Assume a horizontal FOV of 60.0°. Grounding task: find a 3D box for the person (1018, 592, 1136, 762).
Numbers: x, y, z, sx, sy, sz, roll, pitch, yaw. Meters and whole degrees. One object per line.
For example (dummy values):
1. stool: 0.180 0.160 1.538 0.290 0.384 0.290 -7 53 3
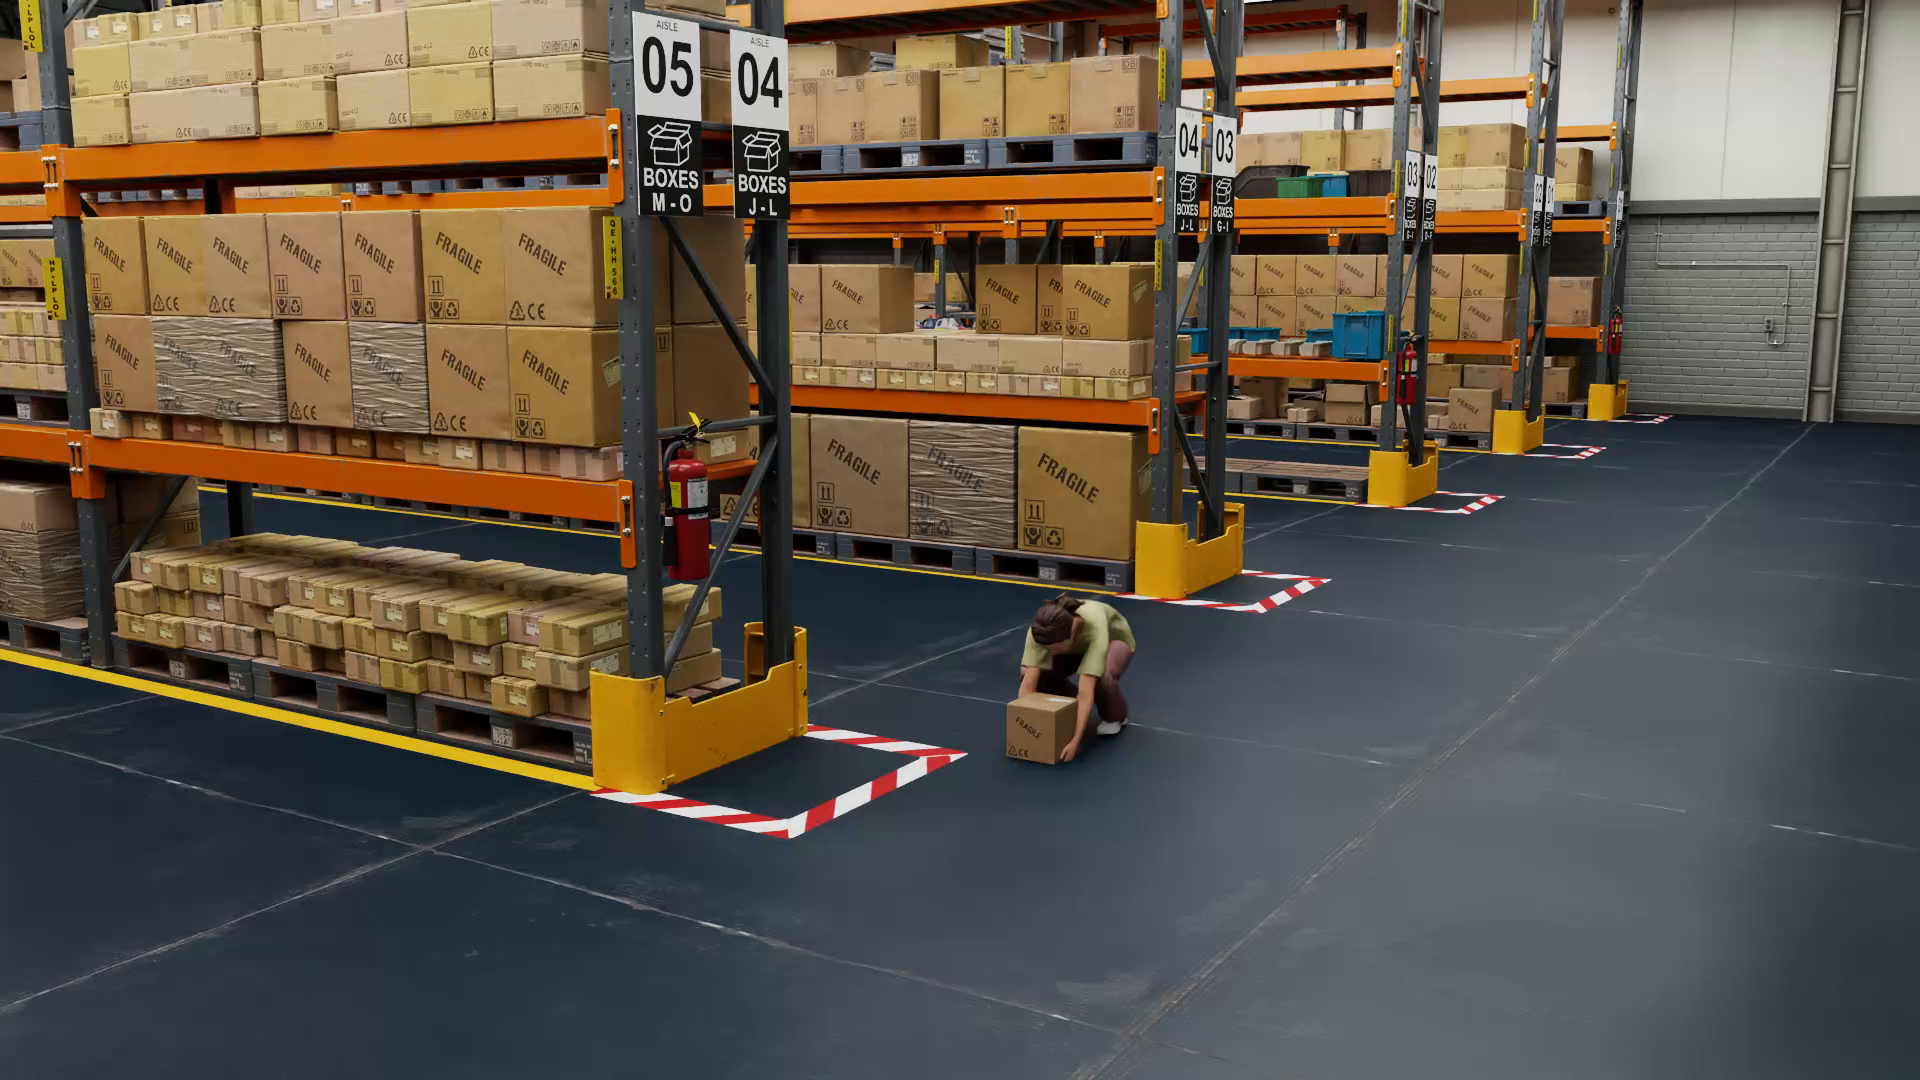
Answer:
1. person: 0.538 0.608 7.850 0.476 0.798 0.862 6 11 31
